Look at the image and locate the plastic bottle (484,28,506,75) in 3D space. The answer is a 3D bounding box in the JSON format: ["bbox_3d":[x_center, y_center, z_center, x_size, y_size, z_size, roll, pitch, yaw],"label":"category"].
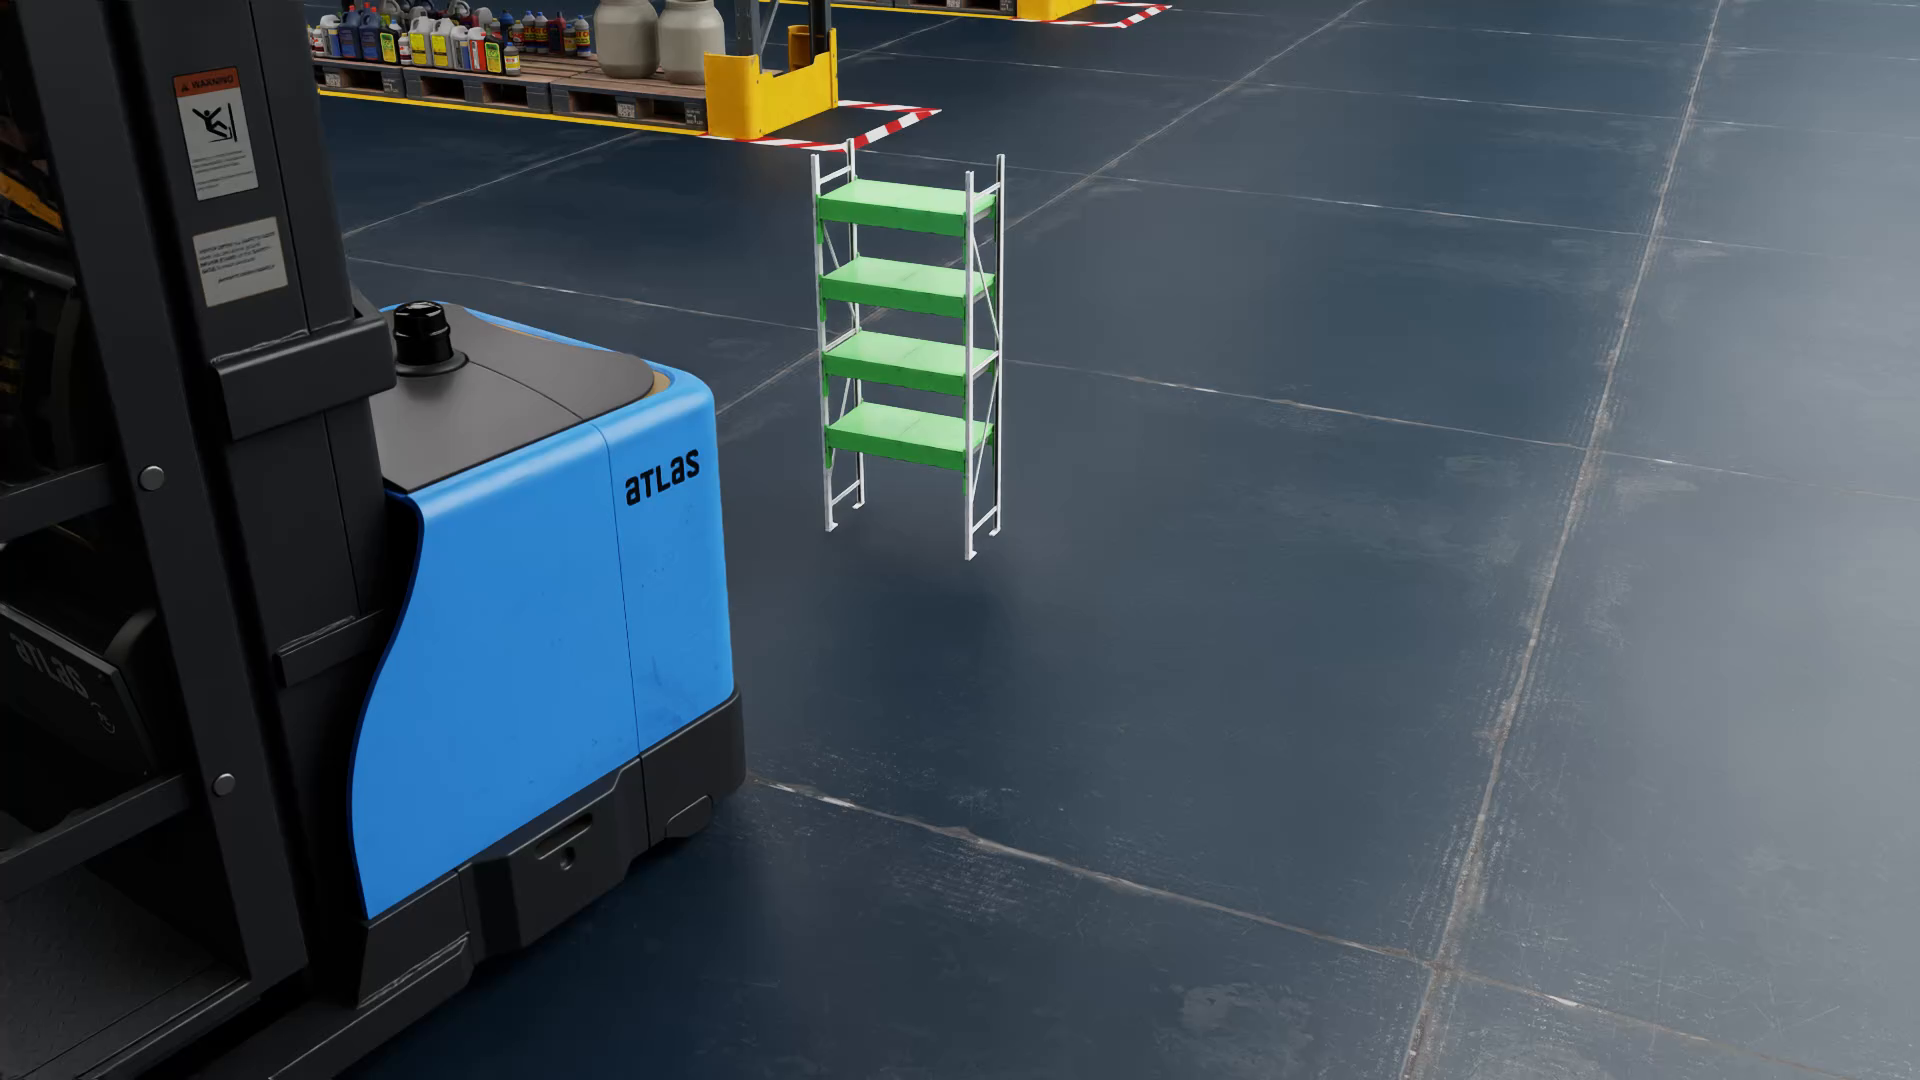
[{"bbox_3d":[-3.074,-3.230,10.992,0.133,0.283,0.061,12,29,23],"label":"plastic bottle"}]

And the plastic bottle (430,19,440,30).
[{"bbox_3d":[-3.588,-3.422,11.390,0.135,0.276,0.152,11,28,22],"label":"plastic bottle"}]

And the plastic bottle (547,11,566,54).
[{"bbox_3d":[-2.827,-3.562,11.666,0.133,0.283,0.061,12,29,23],"label":"plastic bottle"}]

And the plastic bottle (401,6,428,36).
[{"bbox_3d":[-3.906,-3.683,11.921,0.135,0.276,0.152,11,28,22],"label":"plastic bottle"}]

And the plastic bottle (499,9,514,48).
[{"bbox_3d":[-3.216,-3.626,11.810,0.097,0.271,0.097,0,26,0],"label":"plastic bottle"}]

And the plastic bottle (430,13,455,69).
[{"bbox_3d":[-3.457,-3.357,11.174,0.185,0.351,0.144,13,29,24],"label":"plastic bottle"}]

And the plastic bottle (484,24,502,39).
[{"bbox_3d":[-3.134,-3.316,11.167,0.133,0.283,0.061,11,28,22],"label":"plastic bottle"}]

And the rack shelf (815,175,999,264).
[{"bbox_3d":[-0.151,-0.942,4.863,0.480,0.148,0.258,11,28,22],"label":"rack shelf"}]

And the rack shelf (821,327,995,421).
[{"bbox_3d":[-0.151,-0.511,5.075,0.480,0.148,0.258,11,28,22],"label":"rack shelf"}]

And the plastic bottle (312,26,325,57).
[{"bbox_3d":[-4.454,-3.479,11.591,0.097,0.201,0.097,0,26,0],"label":"plastic bottle"}]

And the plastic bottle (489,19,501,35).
[{"bbox_3d":[-3.308,-3.613,11.863,0.097,0.201,0.097,0,26,0],"label":"plastic bottle"}]

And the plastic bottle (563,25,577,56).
[{"bbox_3d":[-2.722,-3.495,11.624,0.097,0.201,0.097,0,26,0],"label":"plastic bottle"}]

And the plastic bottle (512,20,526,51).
[{"bbox_3d":[-3.121,-3.576,11.787,0.097,0.201,0.097,0,26,0],"label":"plastic bottle"}]

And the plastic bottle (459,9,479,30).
[{"bbox_3d":[-3.471,-3.618,11.779,0.133,0.283,0.061,11,28,22],"label":"plastic bottle"}]

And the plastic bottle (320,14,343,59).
[{"bbox_3d":[-4.334,-3.502,11.552,0.135,0.276,0.152,12,29,24],"label":"plastic bottle"}]

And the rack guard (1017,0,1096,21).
[{"bbox_3d":[0.874,-4.962,14.762,0.348,0.500,1.175,11,28,22],"label":"rack guard"}]

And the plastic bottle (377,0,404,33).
[{"bbox_3d":[-4.102,-3.758,11.988,0.185,0.351,0.144,11,28,22],"label":"plastic bottle"}]

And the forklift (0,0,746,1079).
[{"bbox_3d":[-1.784,-0.297,2.536,1.130,2.935,3.031,18,31,32],"label":"forklift"}]

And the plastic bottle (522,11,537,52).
[{"bbox_3d":[-3.031,-3.589,11.734,0.097,0.271,0.097,0,26,0],"label":"plastic bottle"}]

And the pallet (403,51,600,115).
[{"bbox_3d":[-3.039,-3.196,11.503,1.213,0.211,1.003,11,28,22],"label":"pallet"}]

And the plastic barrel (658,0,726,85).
[{"bbox_3d":[-1.737,-3.240,10.775,0.421,0.512,0.421,0,26,0],"label":"plastic barrel"}]

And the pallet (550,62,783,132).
[{"bbox_3d":[-1.933,-2.972,11.048,1.213,0.211,1.003,11,28,22],"label":"pallet"}]

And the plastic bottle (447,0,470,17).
[{"bbox_3d":[-3.574,-3.722,11.915,0.185,0.351,0.144,11,28,21],"label":"plastic bottle"}]

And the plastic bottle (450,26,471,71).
[{"bbox_3d":[-3.304,-3.295,11.133,0.135,0.276,0.152,11,28,20],"label":"plastic bottle"}]

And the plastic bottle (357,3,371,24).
[{"bbox_3d":[-4.125,-3.562,11.589,0.185,0.351,0.144,11,28,22],"label":"plastic bottle"}]

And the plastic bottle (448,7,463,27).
[{"bbox_3d":[-3.593,-3.646,11.837,0.133,0.283,0.061,11,28,22],"label":"plastic bottle"}]

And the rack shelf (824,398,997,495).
[{"bbox_3d":[-0.151,-0.296,5.181,0.480,0.148,0.258,11,28,22],"label":"rack shelf"}]

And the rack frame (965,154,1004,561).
[{"bbox_3d":[0.071,-0.524,4.956,0.015,1.200,0.240,11,28,22],"label":"rack frame"}]

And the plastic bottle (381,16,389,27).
[{"bbox_3d":[-4.003,-3.490,11.534,0.097,0.271,0.097,0,26,0],"label":"plastic bottle"}]

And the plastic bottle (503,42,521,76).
[{"bbox_3d":[-2.960,-3.179,10.982,0.097,0.201,0.097,0,26,0],"label":"plastic bottle"}]

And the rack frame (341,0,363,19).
[{"bbox_3d":[-4.748,-4.809,11.622,0.127,3.000,1.000,11,28,22],"label":"rack frame"}]

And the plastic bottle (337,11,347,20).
[{"bbox_3d":[-4.290,-3.548,11.638,0.133,0.283,0.061,11,28,22],"label":"plastic bottle"}]

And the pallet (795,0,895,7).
[{"bbox_3d":[-0.957,-5.219,15.611,1.213,0.211,1.003,11,28,22],"label":"pallet"}]

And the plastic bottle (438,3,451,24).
[{"bbox_3d":[-3.702,-3.738,12.023,0.133,0.283,0.061,13,29,25],"label":"plastic bottle"}]

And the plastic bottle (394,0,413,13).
[{"bbox_3d":[-4.042,-3.816,12.106,0.185,0.351,0.144,11,28,20],"label":"plastic bottle"}]

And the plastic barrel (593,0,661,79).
[{"bbox_3d":[-2.194,-3.331,10.962,0.421,0.512,0.421,0,26,0],"label":"plastic barrel"}]

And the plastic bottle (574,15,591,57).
[{"bbox_3d":[-2.628,-3.508,11.570,0.097,0.271,0.097,0,26,0],"label":"plastic bottle"}]

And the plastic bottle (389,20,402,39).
[{"bbox_3d":[-3.864,-3.422,11.395,0.097,0.271,0.097,0,26,0],"label":"plastic bottle"}]

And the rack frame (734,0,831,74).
[{"bbox_3d":[-1.107,-4.078,10.137,0.127,3.000,1.000,11,28,22],"label":"rack frame"}]

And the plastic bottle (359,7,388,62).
[{"bbox_3d":[-4.013,-3.469,11.401,0.185,0.351,0.144,10,28,20],"label":"plastic bottle"}]

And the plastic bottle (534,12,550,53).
[{"bbox_3d":[-2.940,-3.571,11.697,0.097,0.271,0.097,0,26,0],"label":"plastic bottle"}]

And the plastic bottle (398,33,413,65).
[{"bbox_3d":[-3.765,-3.341,11.310,0.097,0.201,0.097,0,26,0],"label":"plastic bottle"}]

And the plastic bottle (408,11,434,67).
[{"bbox_3d":[-3.626,-3.391,11.243,0.185,0.351,0.144,11,28,21],"label":"plastic bottle"}]

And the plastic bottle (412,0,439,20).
[{"bbox_3d":[-3.868,-3.781,12.035,0.185,0.351,0.144,10,28,19],"label":"plastic bottle"}]

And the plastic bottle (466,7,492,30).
[{"bbox_3d":[-3.427,-3.657,11.868,0.135,0.276,0.152,12,29,23],"label":"plastic bottle"}]

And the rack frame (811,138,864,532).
[{"bbox_3d":[-0.373,-0.613,5.137,0.015,1.200,0.240,11,28,22],"label":"rack frame"}]

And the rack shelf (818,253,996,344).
[{"bbox_3d":[-0.151,-0.727,4.969,0.480,0.148,0.258,11,28,22],"label":"rack shelf"}]

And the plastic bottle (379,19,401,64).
[{"bbox_3d":[-3.880,-3.392,11.321,0.133,0.283,0.061,13,29,24],"label":"plastic bottle"}]

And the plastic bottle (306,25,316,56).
[{"bbox_3d":[-4.547,-3.498,11.629,0.097,0.201,0.097,0,26,0],"label":"plastic bottle"}]

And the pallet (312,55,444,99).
[{"bbox_3d":[-4.154,-3.419,11.955,1.213,0.211,1.003,11,28,22],"label":"pallet"}]

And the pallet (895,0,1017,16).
[{"bbox_3d":[0.150,-4.995,15.156,1.213,0.211,1.003,11,28,22],"label":"pallet"}]

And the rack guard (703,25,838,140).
[{"bbox_3d":[-1.195,-2.951,10.679,0.348,0.500,1.175,11,28,22],"label":"rack guard"}]

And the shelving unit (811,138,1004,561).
[{"bbox_3d":[-0.151,-0.569,5.046,0.503,1.200,0.258,11,28,22],"label":"shelving unit"}]

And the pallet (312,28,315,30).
[{"bbox_3d":[-5.479,-3.686,12.498,1.213,0.211,1.003,11,28,22],"label":"pallet"}]

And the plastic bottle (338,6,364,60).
[{"bbox_3d":[-4.185,-3.504,11.471,0.185,0.351,0.144,12,29,23],"label":"plastic bottle"}]

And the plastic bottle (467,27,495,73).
[{"bbox_3d":[-3.178,-3.270,11.081,0.135,0.276,0.152,12,28,22],"label":"plastic bottle"}]
